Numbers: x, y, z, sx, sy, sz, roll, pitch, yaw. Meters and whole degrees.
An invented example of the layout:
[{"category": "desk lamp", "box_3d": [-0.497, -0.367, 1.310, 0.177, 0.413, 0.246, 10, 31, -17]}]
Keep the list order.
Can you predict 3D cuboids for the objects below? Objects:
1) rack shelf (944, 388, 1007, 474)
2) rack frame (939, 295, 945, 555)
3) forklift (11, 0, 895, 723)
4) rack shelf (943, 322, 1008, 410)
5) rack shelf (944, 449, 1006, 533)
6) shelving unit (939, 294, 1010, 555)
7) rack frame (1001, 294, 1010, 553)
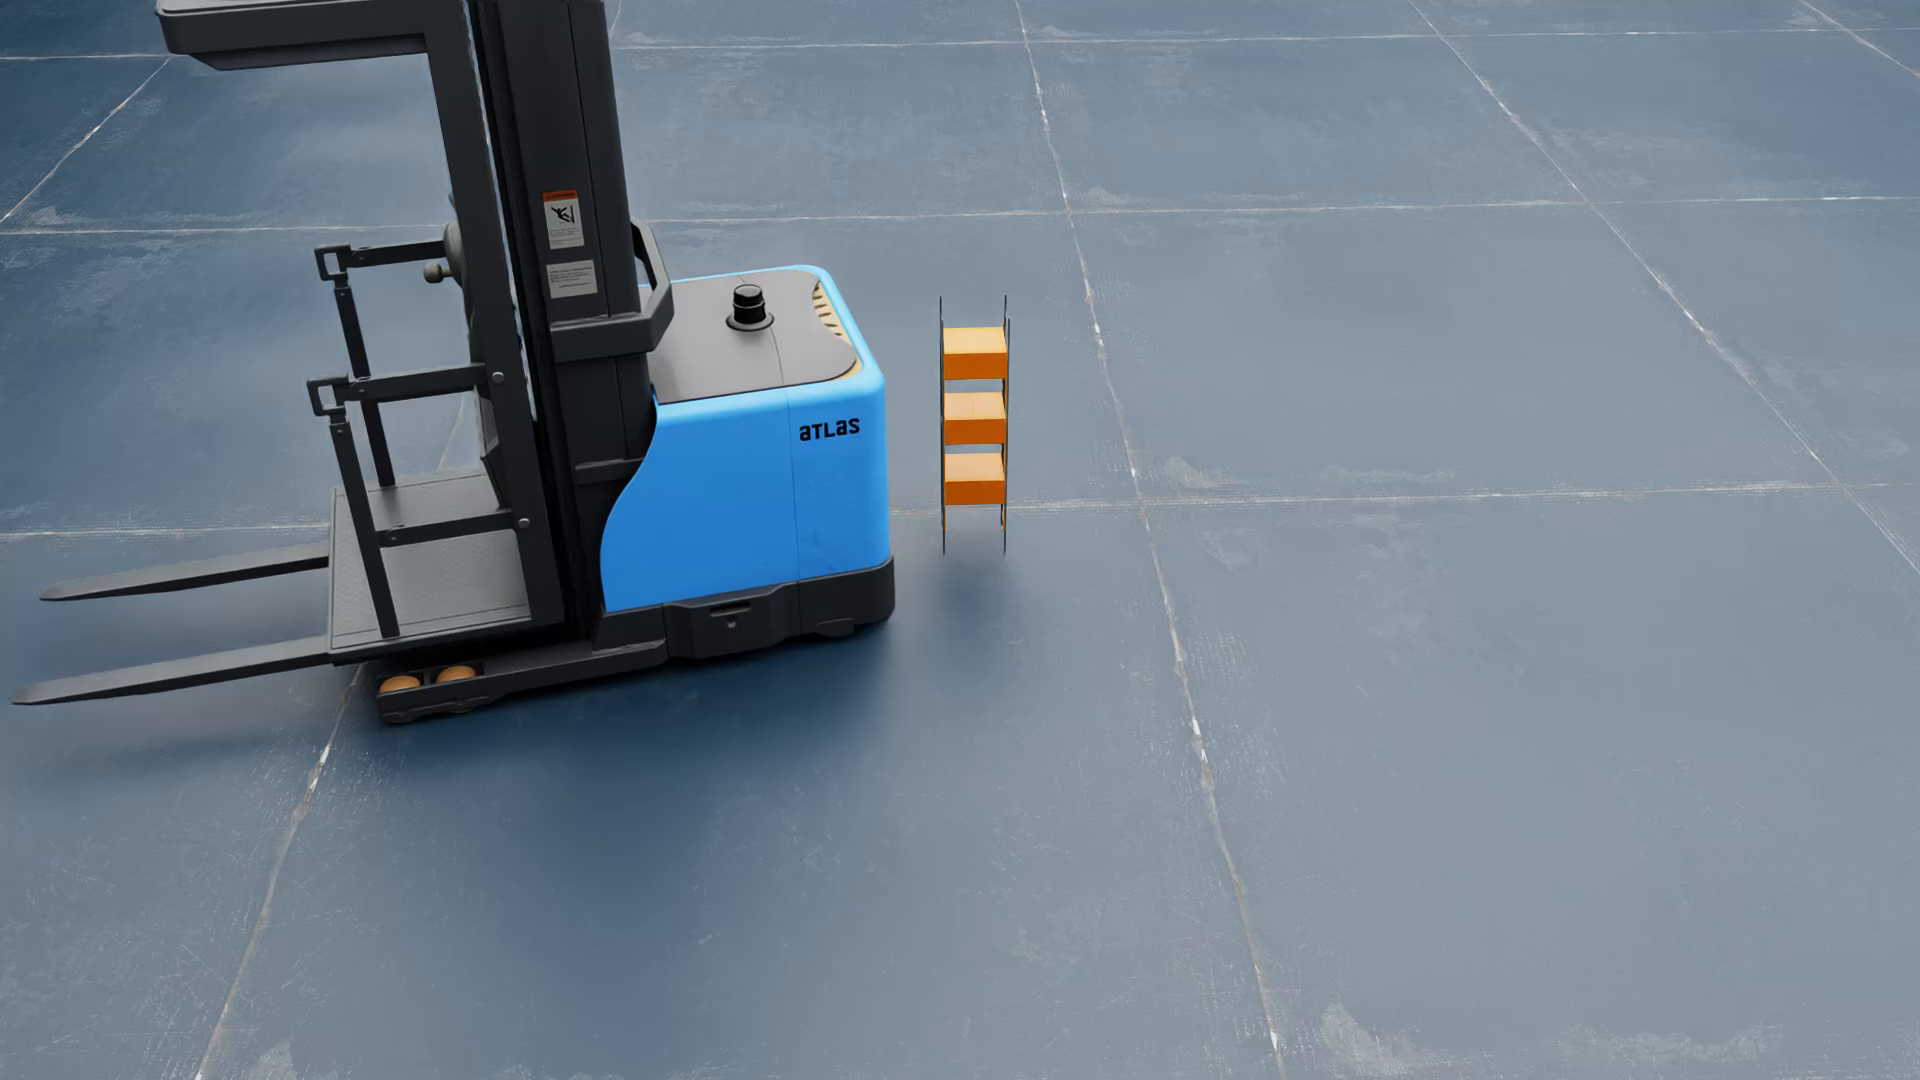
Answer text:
[{"category": "rack shelf", "box_3d": [0.053, -0.424, 6.459, 0.240, 0.259, 0.215, -2, 35, -2]}, {"category": "rack frame", "box_3d": [-0.068, -0.430, 6.449, 0.008, 1.050, 0.200, -2, 35, -2]}, {"category": "forklift", "box_3d": [-1.820, -0.900, 5.475, 3.031, 2.935, 1.130, -10, 36, -13]}, {"category": "rack shelf", "box_3d": [0.053, -0.658, 6.298, 0.240, 0.259, 0.215, -2, 35, -2]}, {"category": "rack shelf", "box_3d": [0.053, -0.196, 6.618, 0.240, 0.259, 0.215, -2, 35, -2]}, {"category": "shelving unit", "box_3d": [0.053, -0.433, 6.453, 0.252, 1.050, 0.215, -2, 35, -2]}, {"category": "rack frame", "box_3d": [0.175, -0.436, 6.458, 0.008, 1.050, 0.200, -2, 35, -2]}]
